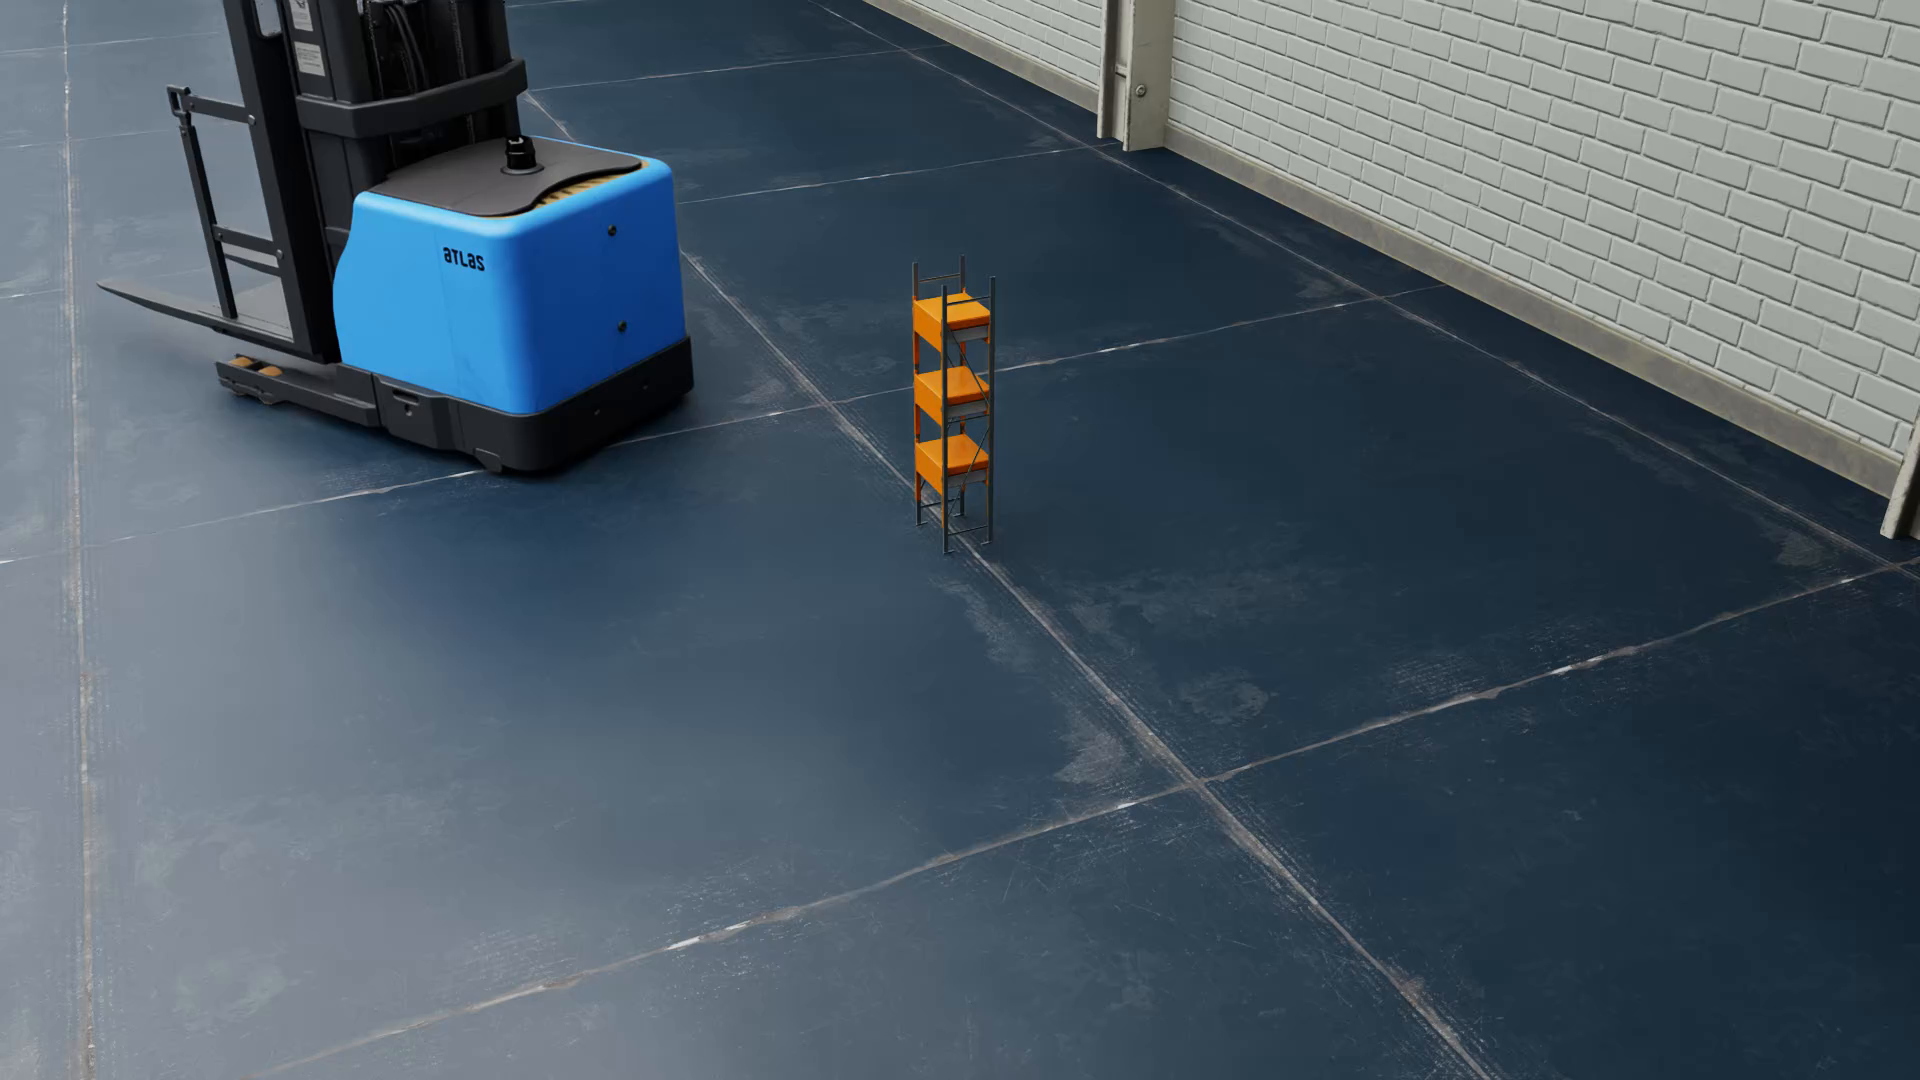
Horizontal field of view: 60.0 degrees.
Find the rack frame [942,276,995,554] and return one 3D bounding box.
[{"bbox_3d":[0.029,-0.428,5.939,0.200,1.050,0.008,-13,32,-22],"label":"rack frame"}]

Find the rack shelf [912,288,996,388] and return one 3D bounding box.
[{"bbox_3d":[-0.023,-0.720,5.902,0.215,0.259,0.240,-13,32,-22],"label":"rack shelf"}]

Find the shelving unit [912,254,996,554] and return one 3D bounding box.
[{"bbox_3d":[-0.023,-0.482,6.035,0.215,1.050,0.252,-13,32,-22],"label":"shelving unit"}]

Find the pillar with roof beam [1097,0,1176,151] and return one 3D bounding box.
[{"bbox_3d":[-2.759,-5.644,7.115,9.100,9.000,0.400,-13,32,-22],"label":"pillar with roof beam"}]

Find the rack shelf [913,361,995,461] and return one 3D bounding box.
[{"bbox_3d":[-0.023,-0.472,6.041,0.215,0.259,0.240,-13,32,-22],"label":"rack shelf"}]

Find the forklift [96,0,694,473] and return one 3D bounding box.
[{"bbox_3d":[-2.694,-2.074,6.952,3.031,2.935,1.130,17,33,27],"label":"forklift"}]

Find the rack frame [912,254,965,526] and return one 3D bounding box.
[{"bbox_3d":[-0.075,-0.535,6.131,0.200,1.050,0.008,-13,32,-22],"label":"rack frame"}]

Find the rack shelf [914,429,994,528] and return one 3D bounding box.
[{"bbox_3d":[-0.023,-0.230,6.176,0.215,0.259,0.240,-13,32,-22],"label":"rack shelf"}]
